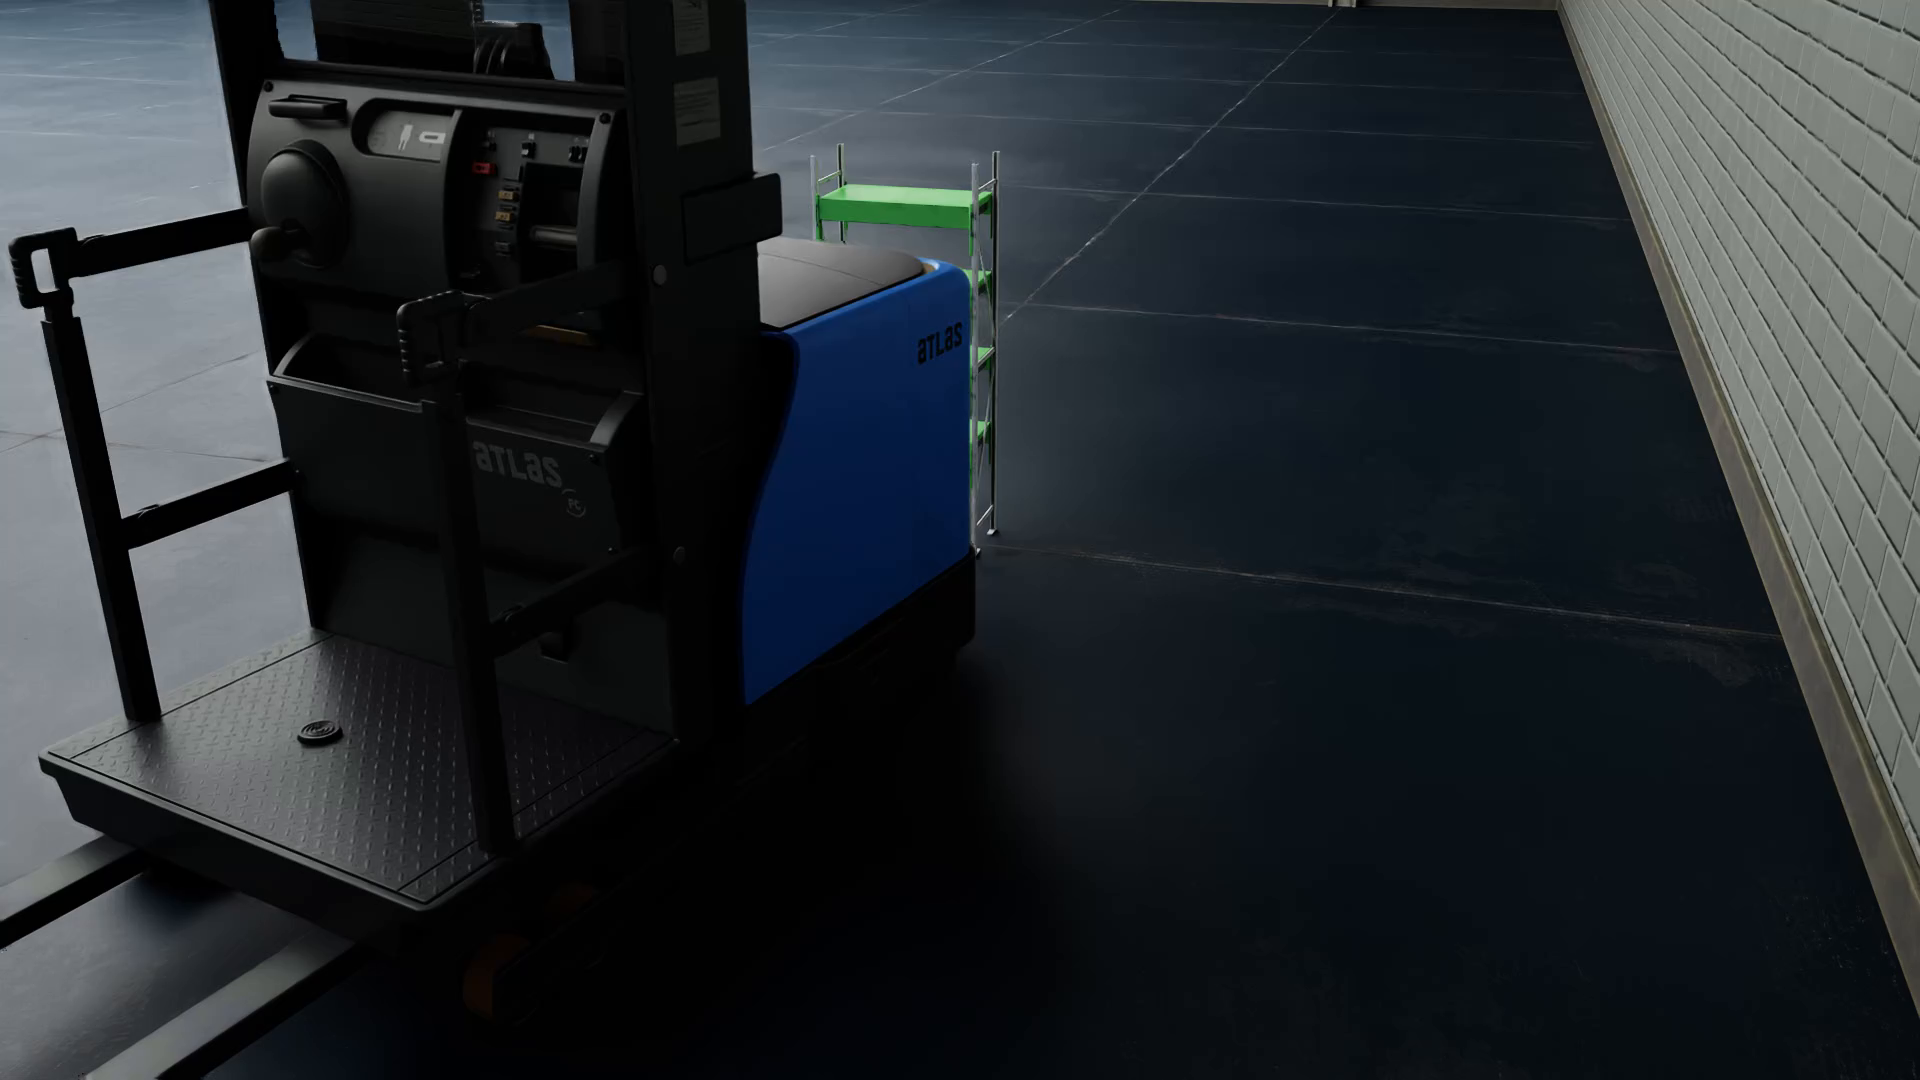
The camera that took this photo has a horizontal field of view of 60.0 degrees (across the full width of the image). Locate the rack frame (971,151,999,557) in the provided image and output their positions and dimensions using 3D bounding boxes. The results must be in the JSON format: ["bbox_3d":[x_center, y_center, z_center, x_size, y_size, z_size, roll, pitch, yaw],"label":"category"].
[{"bbox_3d":[0.075,-0.547,5.021,0.015,1.200,0.240,7,23,16],"label":"rack frame"}]

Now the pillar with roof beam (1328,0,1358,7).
[{"bbox_3d":[4.353,-10.403,18.773,0.400,9.000,9.100,7,23,16],"label":"pillar with roof beam"}]

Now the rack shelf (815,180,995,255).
[{"bbox_3d":[-0.158,-0.958,4.929,0.480,0.148,0.258,7,23,16],"label":"rack shelf"}]

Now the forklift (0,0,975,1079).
[{"bbox_3d":[-1.129,-0.655,3.006,1.130,2.935,3.031,12,25,27],"label":"forklift"}]

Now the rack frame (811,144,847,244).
[{"bbox_3d":[-0.392,-0.600,5.152,0.015,1.200,0.240,7,23,16],"label":"rack frame"}]

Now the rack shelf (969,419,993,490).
[{"bbox_3d":[-0.158,-0.292,5.202,0.480,0.148,0.258,7,23,16],"label":"rack shelf"}]

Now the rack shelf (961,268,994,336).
[{"bbox_3d":[-0.158,-0.736,5.020,0.480,0.148,0.258,7,23,16],"label":"rack shelf"}]

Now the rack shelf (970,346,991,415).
[{"bbox_3d":[-0.158,-0.514,5.111,0.480,0.148,0.258,7,23,16],"label":"rack shelf"}]

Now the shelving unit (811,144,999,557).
[{"bbox_3d":[-0.158,-0.573,5.087,0.503,1.200,0.258,7,23,16],"label":"shelving unit"}]
